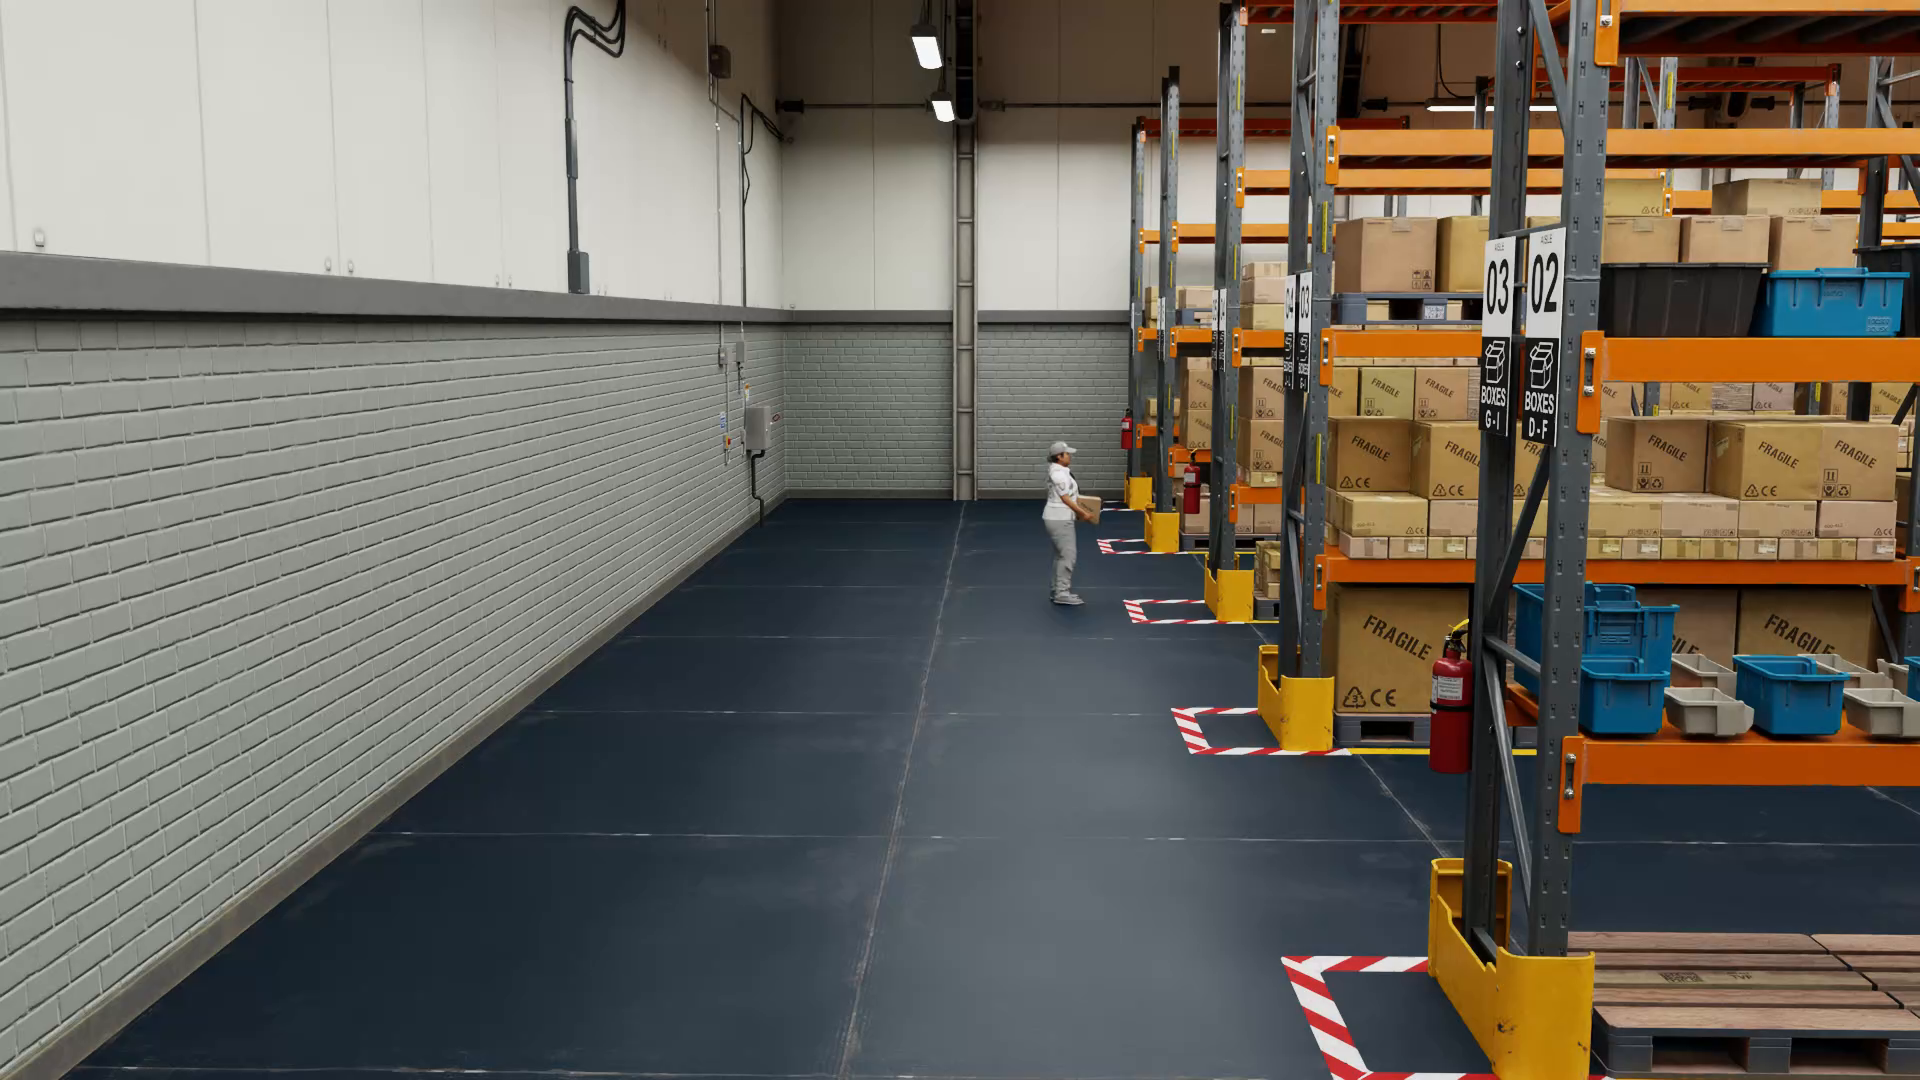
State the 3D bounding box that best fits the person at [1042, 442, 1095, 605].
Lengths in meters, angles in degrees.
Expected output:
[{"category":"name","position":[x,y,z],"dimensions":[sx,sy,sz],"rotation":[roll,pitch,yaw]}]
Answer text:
[{"category":"person","position":[1.128,-0.181,17.162],"dimensions":[0.511,1.664,0.471],"rotation":[0,7,1]}]
